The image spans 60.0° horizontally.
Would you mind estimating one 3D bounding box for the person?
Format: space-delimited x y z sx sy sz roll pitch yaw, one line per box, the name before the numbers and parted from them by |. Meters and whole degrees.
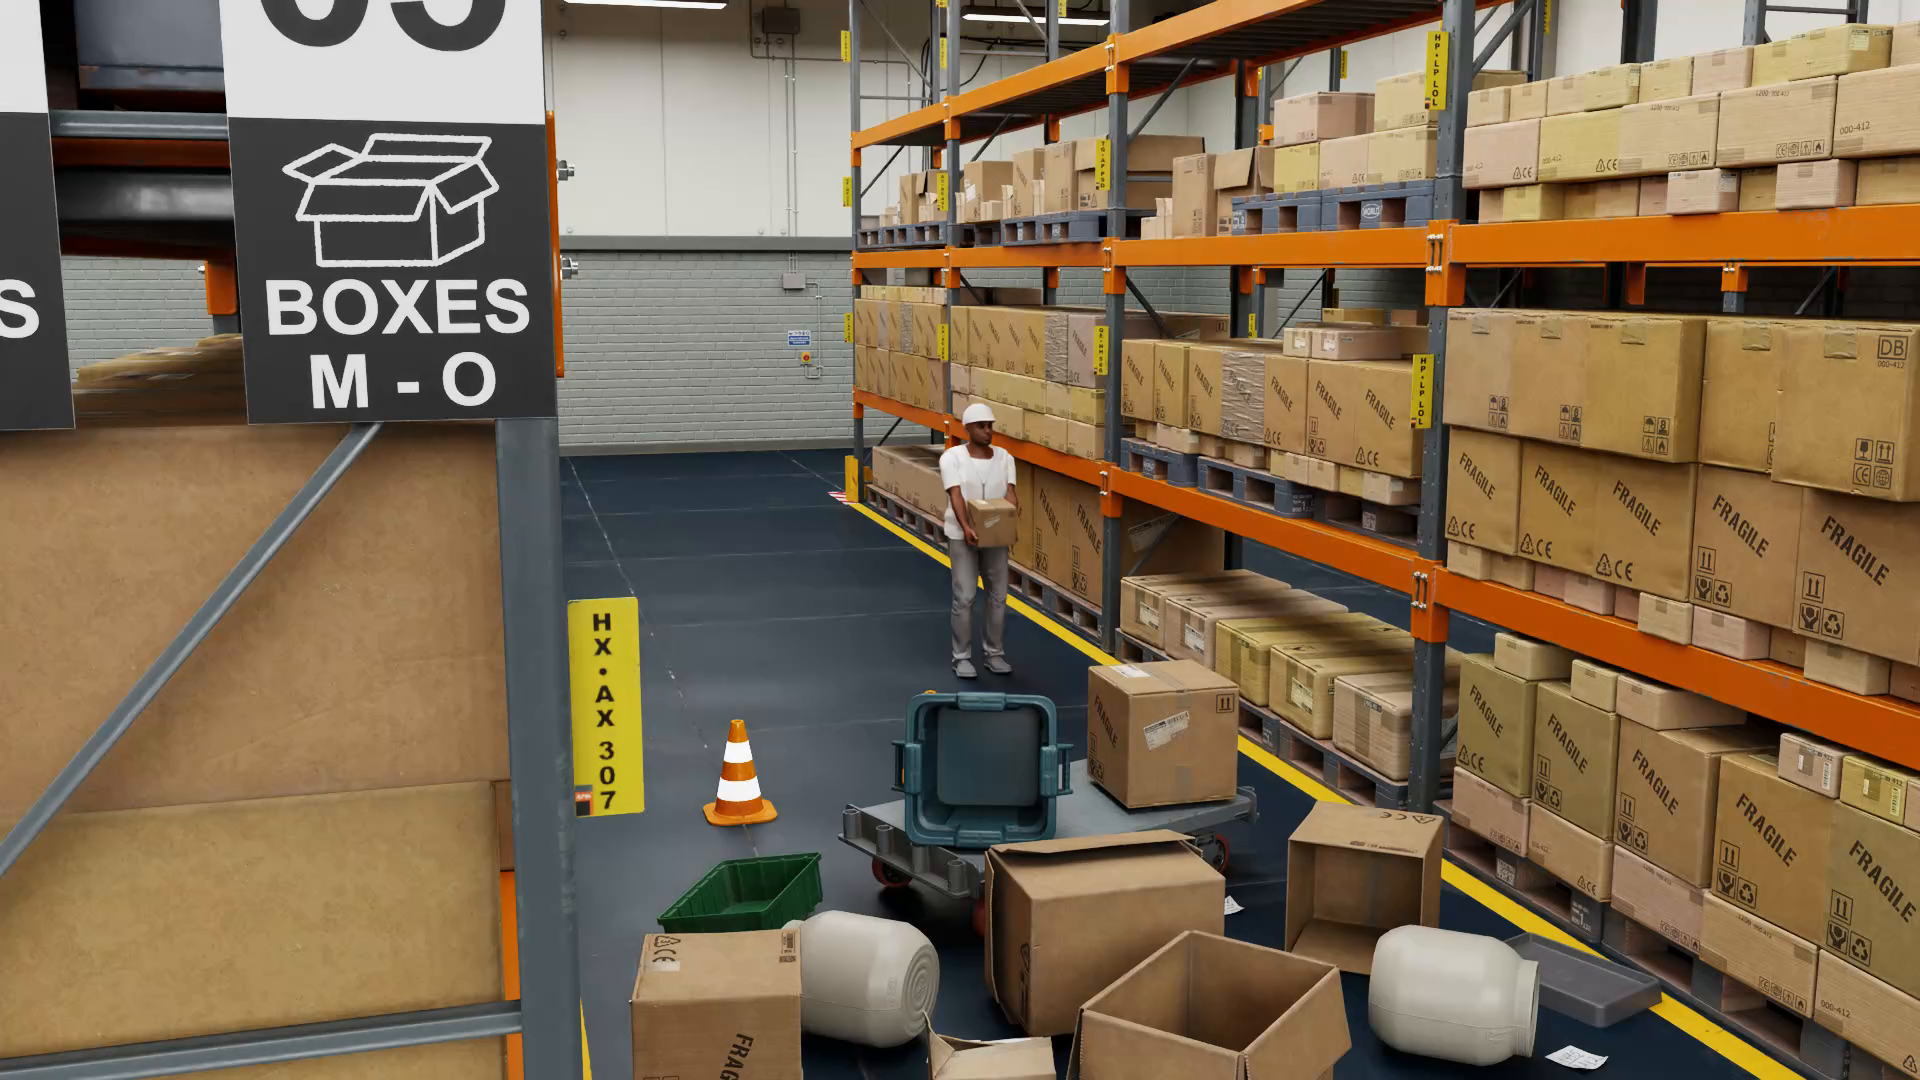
person | 0.157 0.007 10.767 0.504 1.761 0.578 -3 10 -18
